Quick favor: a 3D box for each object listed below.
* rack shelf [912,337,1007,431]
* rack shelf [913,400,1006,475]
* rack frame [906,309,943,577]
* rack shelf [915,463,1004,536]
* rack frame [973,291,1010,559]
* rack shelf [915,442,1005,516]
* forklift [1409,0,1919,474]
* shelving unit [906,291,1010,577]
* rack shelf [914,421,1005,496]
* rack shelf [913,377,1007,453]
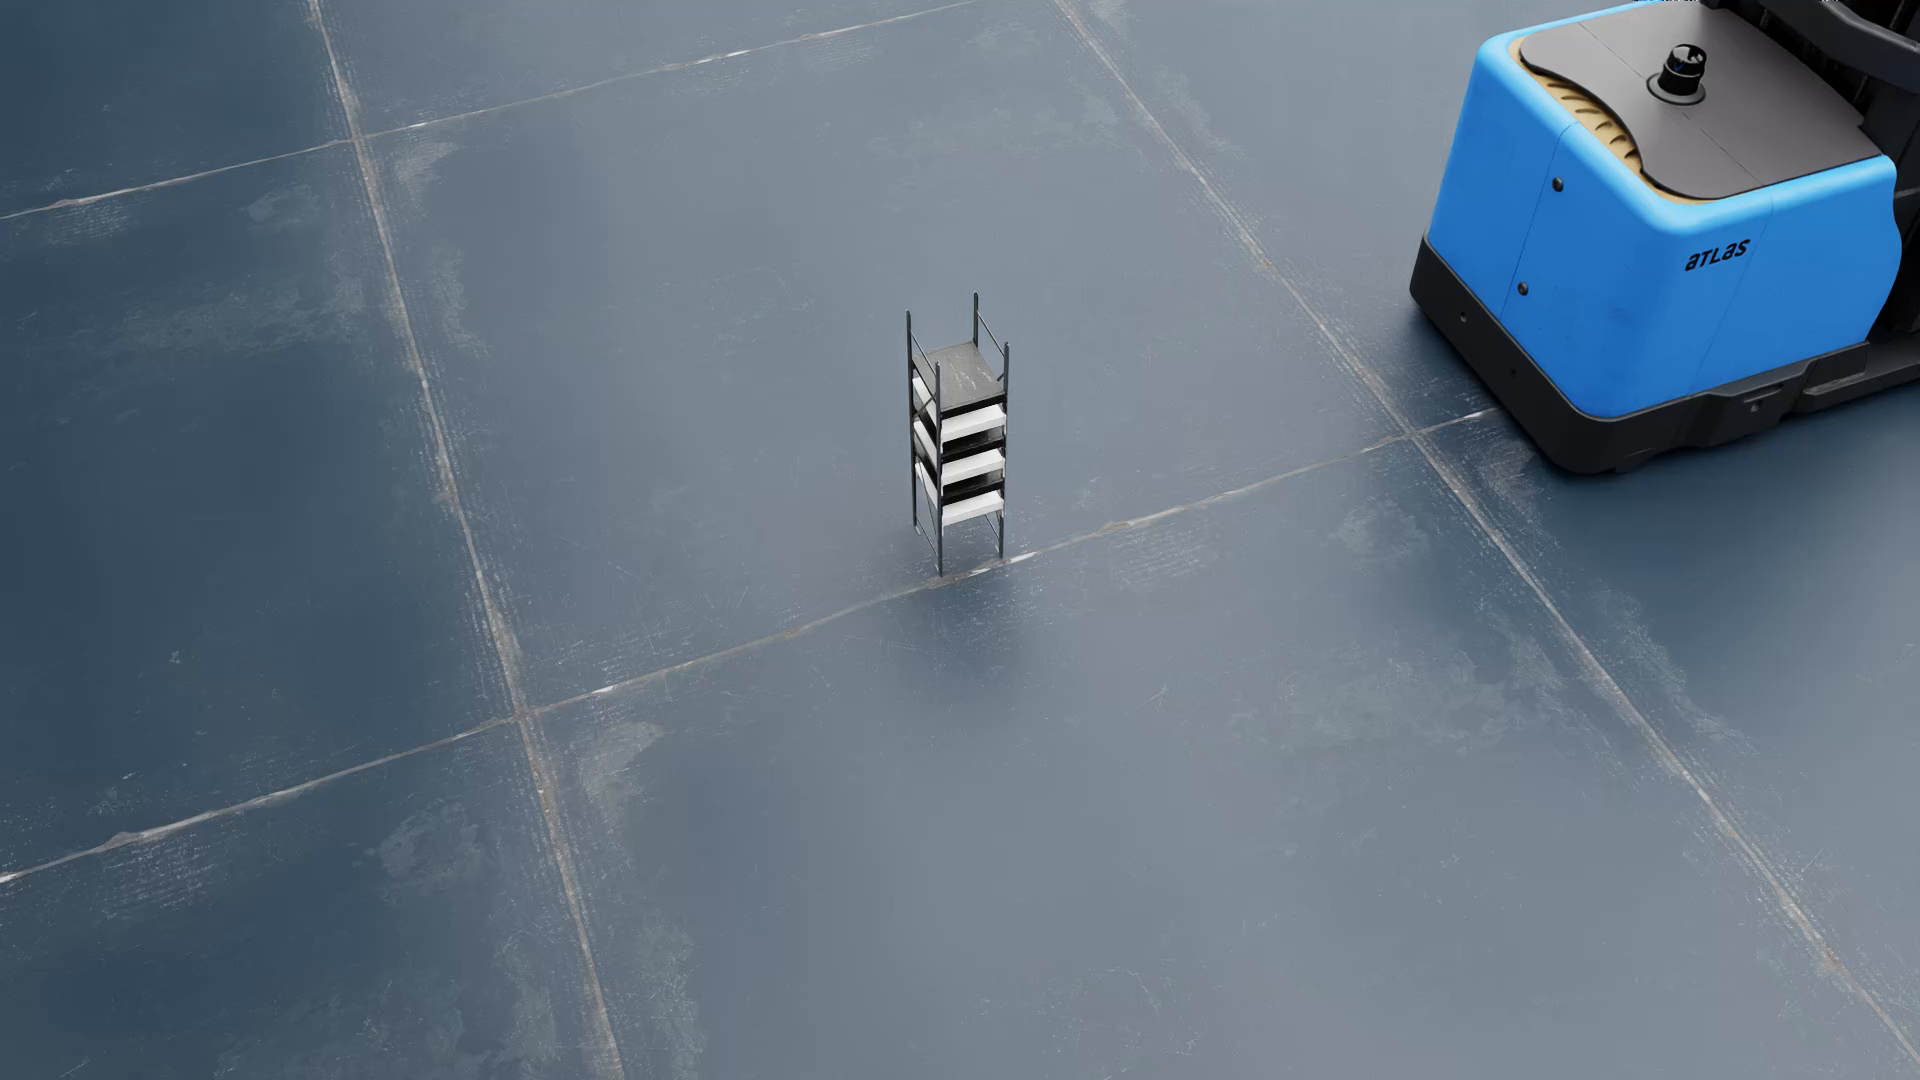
[{"bbox_3d":[-0.008,-0.445,4.727,0.200,0.077,0.258,-17,52,-14],"label":"rack shelf"},{"bbox_3d":[-0.008,-0.328,4.864,0.200,0.077,0.258,-17,52,-14],"label":"rack shelf"},{"bbox_3d":[-0.102,-0.262,4.882,0.006,0.900,0.240,-17,52,-14],"label":"rack frame"},{"bbox_3d":[-0.008,-0.152,5.068,0.200,0.077,0.258,-17,52,-14],"label":"rack shelf"},{"bbox_3d":[0.087,-0.320,4.932,0.006,0.900,0.240,-17,52,-14],"label":"rack frame"},{"bbox_3d":[-0.008,-0.211,5.000,0.200,0.077,0.258,-17,52,-14],"label":"rack shelf"},{"bbox_3d":[3.169,-1.883,4.935,3.031,2.935,1.130,-16,51,-14],"label":"forklift"},{"bbox_3d":[-0.008,-0.291,4.907,0.210,0.900,0.258,-17,52,-14],"label":"shelving unit"},{"bbox_3d":[-0.008,-0.269,4.932,0.200,0.077,0.258,-17,52,-14],"label":"rack shelf"},{"bbox_3d":[-0.008,-0.386,4.795,0.200,0.077,0.258,-17,52,-14],"label":"rack shelf"}]
